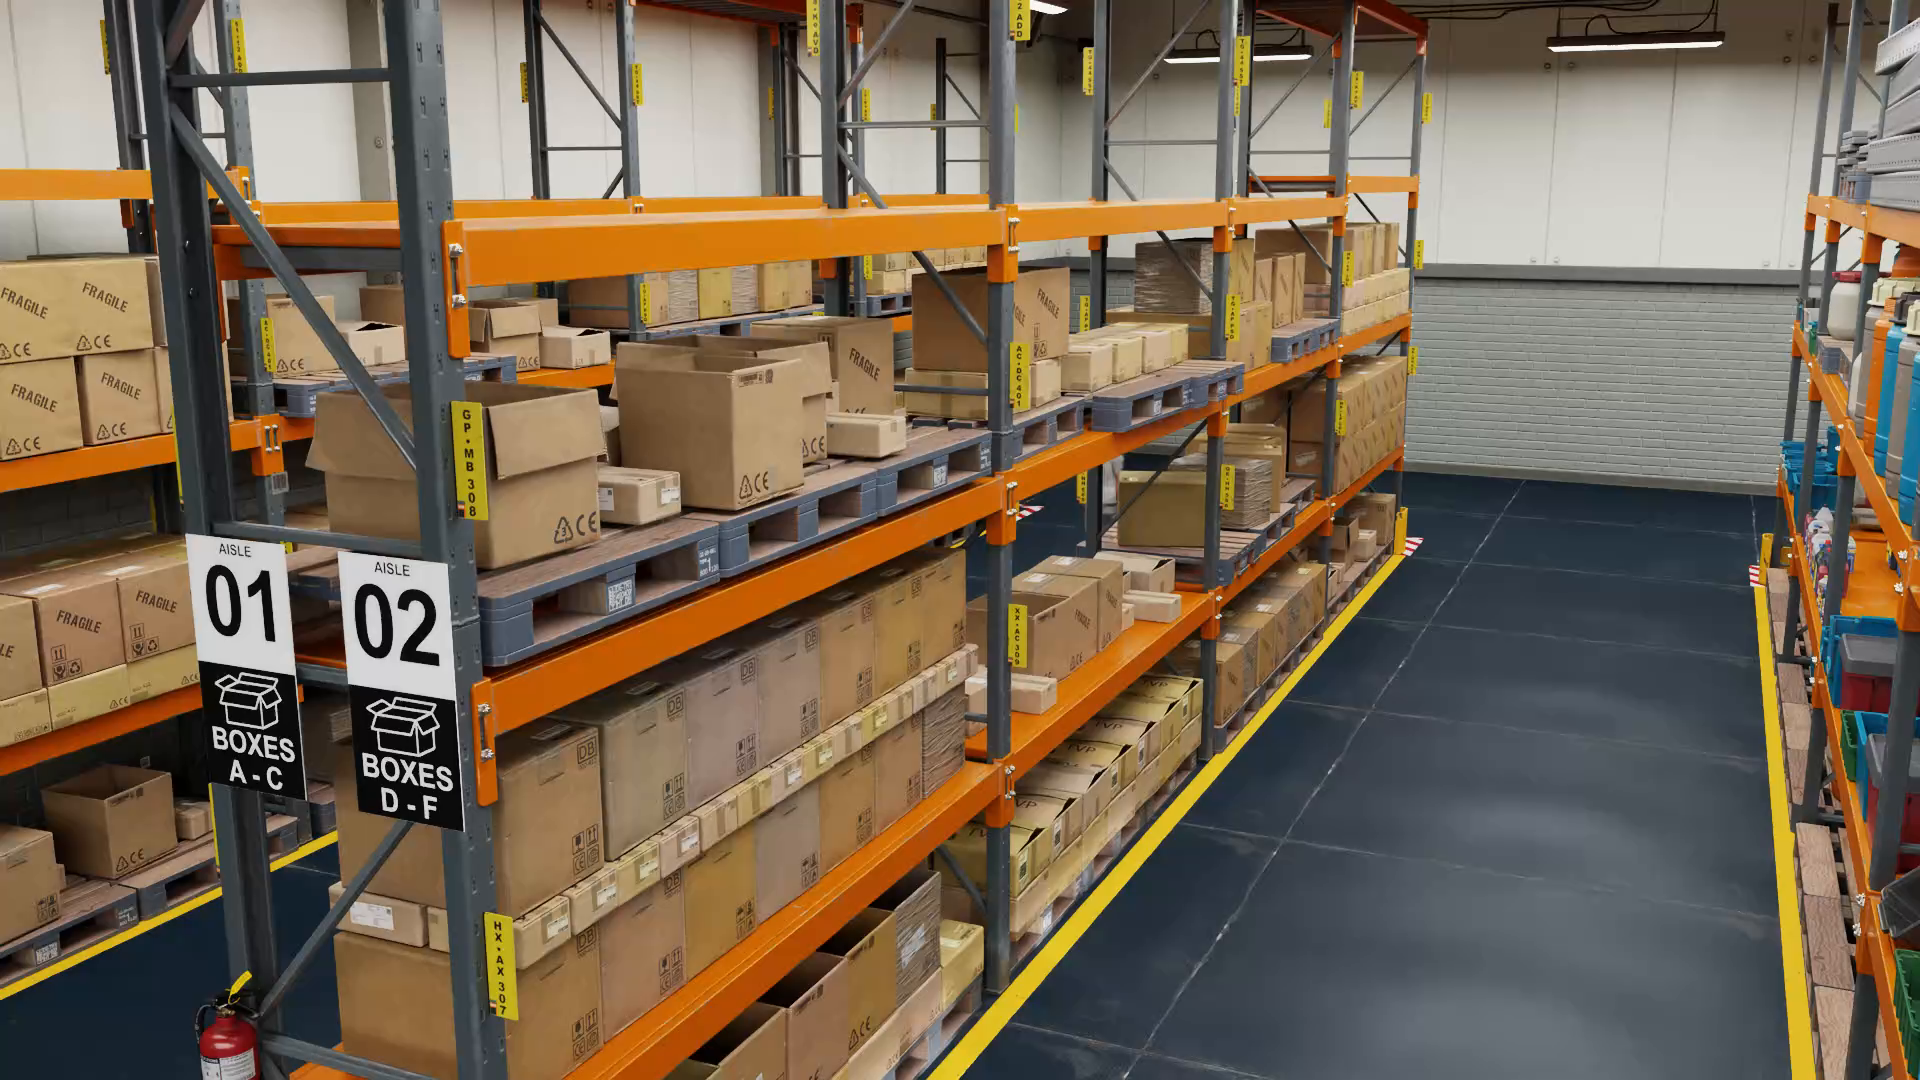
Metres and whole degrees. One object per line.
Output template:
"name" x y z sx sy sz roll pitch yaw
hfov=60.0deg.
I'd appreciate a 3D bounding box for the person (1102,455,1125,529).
"person" 1.561 -0.378 17.699 0.588 1.846 0.534 8 14 32
